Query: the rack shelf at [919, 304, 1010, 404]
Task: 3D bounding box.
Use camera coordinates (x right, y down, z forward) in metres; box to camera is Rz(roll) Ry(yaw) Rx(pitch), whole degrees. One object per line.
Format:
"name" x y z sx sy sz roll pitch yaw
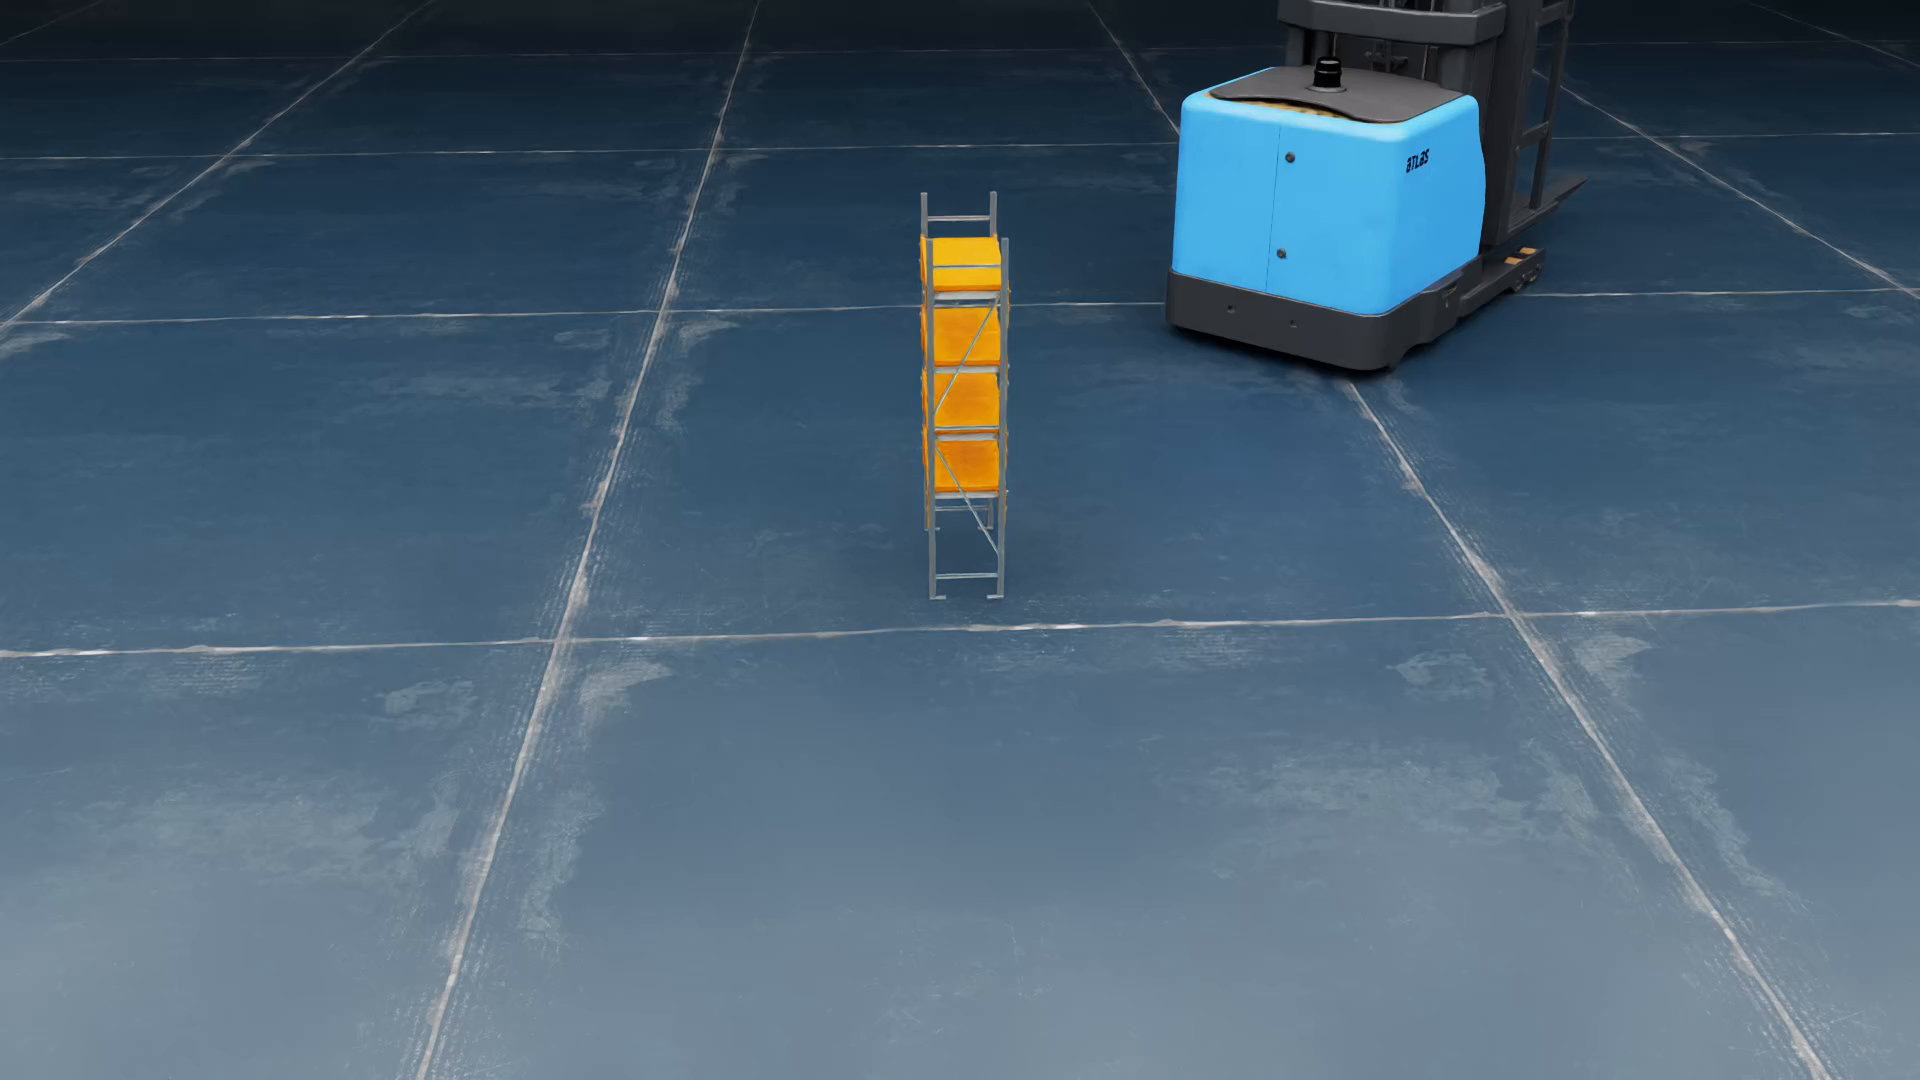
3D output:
"rack shelf" 0.009 -0.594 5.254 0.258 0.148 0.480 -1 28 -3

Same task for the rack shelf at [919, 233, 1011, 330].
"rack shelf" 0.009 -0.804 5.144 0.258 0.148 0.480 -1 28 -3

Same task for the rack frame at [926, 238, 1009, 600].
"rack frame" 0.021 -0.343 5.110 0.240 1.200 0.015 -1 28 -3

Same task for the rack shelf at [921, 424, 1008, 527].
"rack shelf" 0.009 -0.220 5.449 0.258 0.148 0.480 -1 28 -3

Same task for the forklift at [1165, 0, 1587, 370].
"forklift" 2.226 -2.626 7.615 1.130 2.935 3.031 20 33 33

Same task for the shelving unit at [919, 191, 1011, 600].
"shelving unit" 0.009 -0.456 5.326 0.258 1.200 0.503 -1 28 -3

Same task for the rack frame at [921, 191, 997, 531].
"rack frame" -0.004 -0.568 5.542 0.240 1.200 0.015 -1 28 -3

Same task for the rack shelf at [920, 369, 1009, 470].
"rack shelf" 0.009 -0.396 5.357 0.258 0.148 0.480 -1 28 -3
